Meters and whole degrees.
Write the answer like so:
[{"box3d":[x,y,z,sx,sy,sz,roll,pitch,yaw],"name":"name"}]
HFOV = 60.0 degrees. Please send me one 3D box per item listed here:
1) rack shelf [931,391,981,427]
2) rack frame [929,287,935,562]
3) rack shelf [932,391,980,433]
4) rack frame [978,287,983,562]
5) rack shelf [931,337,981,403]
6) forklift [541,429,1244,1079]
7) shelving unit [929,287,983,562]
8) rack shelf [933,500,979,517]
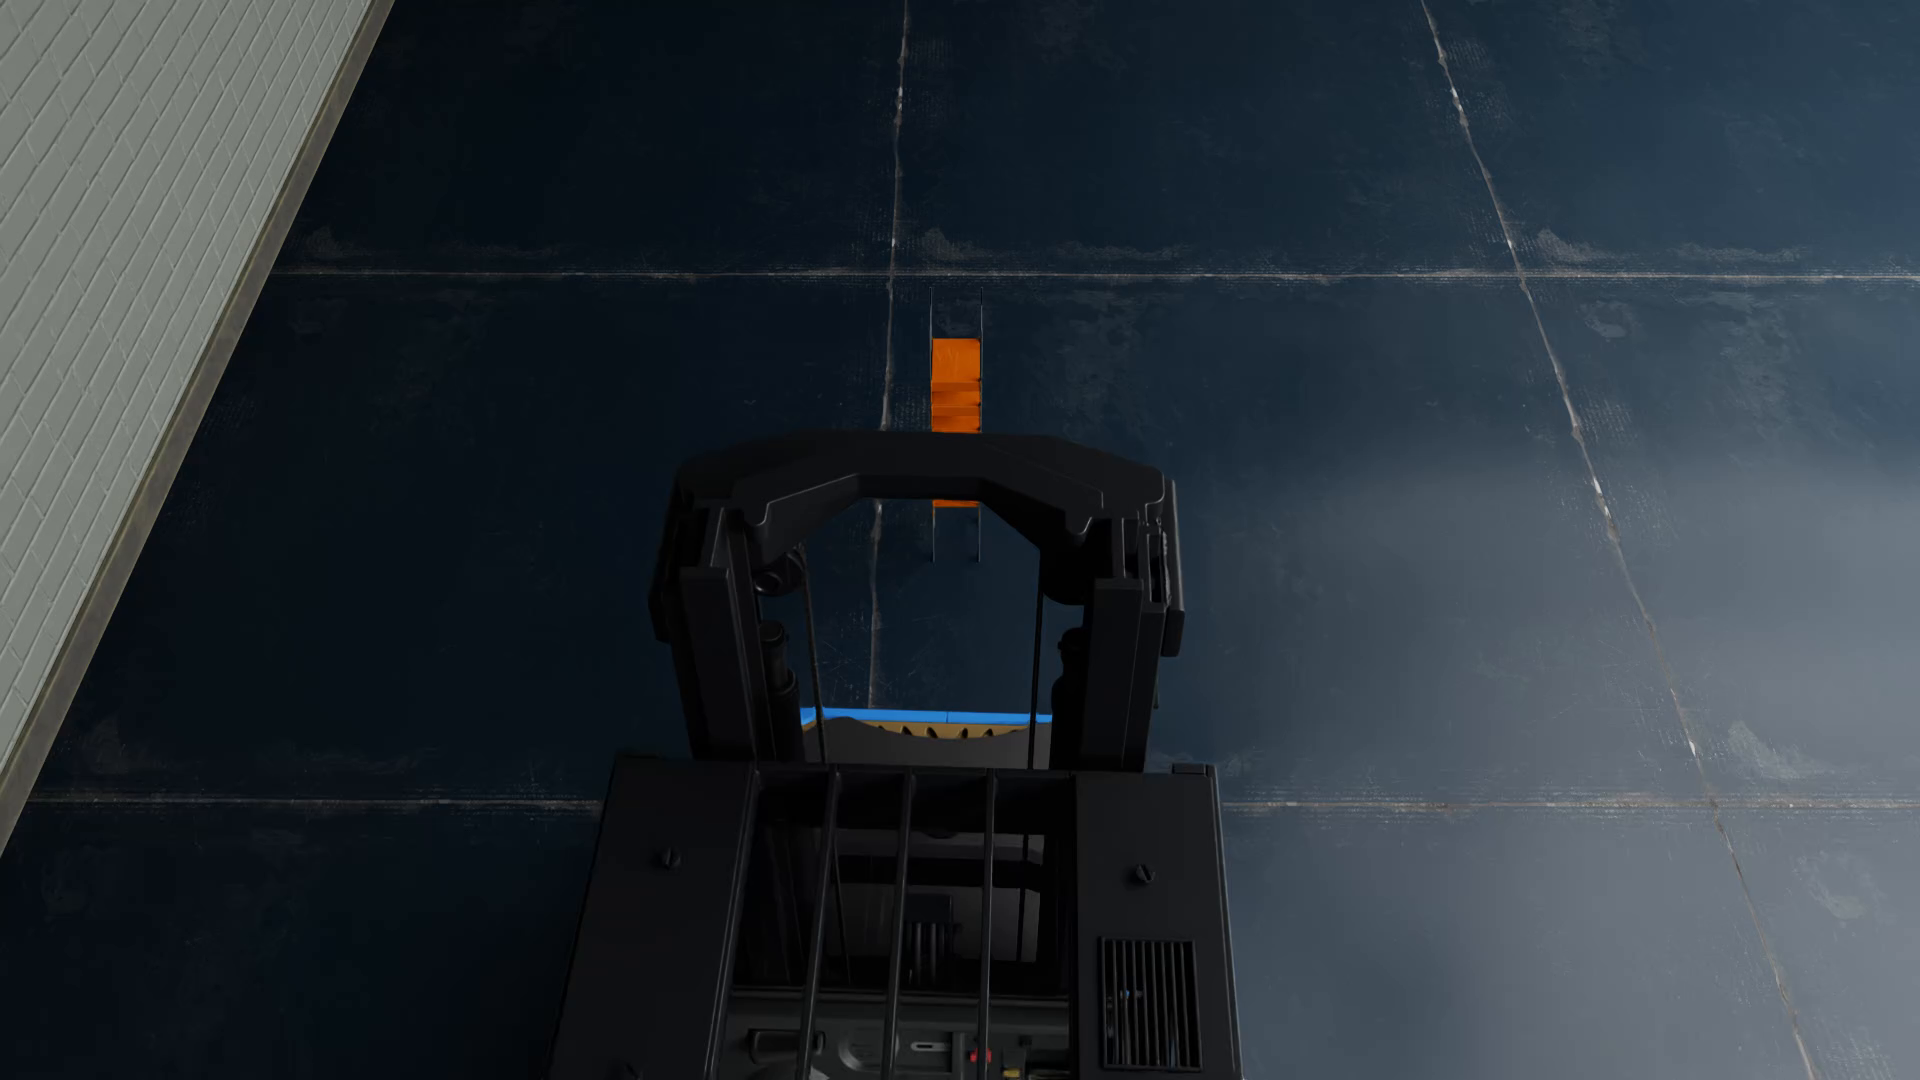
[{"box3d":[-0.014,-0.542,6.168,0.180,0.103,0.258,0,47,0],"name":"rack shelf"},{"box3d":[-0.106,-0.409,6.311,0.006,1.200,0.240,0,47,0],"name":"rack frame"},{"box3d":[-0.014,-0.460,6.256,0.180,0.103,0.258,0,47,0],"name":"rack shelf"},{"box3d":[0.077,-0.409,6.311,0.006,1.200,0.240,0,47,0],"name":"rack frame"},{"box3d":[-0.014,-0.624,6.080,0.180,0.103,0.258,0,47,0],"name":"rack shelf"},{"box3d":[-0.093,1.310,3.528,1.130,2.935,3.031,2,47,1],"name":"forklift"},{"box3d":[-0.014,-0.409,6.311,0.189,1.200,0.258,0,47,0],"name":"shelving unit"},{"box3d":[-0.014,-0.215,6.519,0.180,0.103,0.258,0,47,0],"name":"rack shelf"}]
